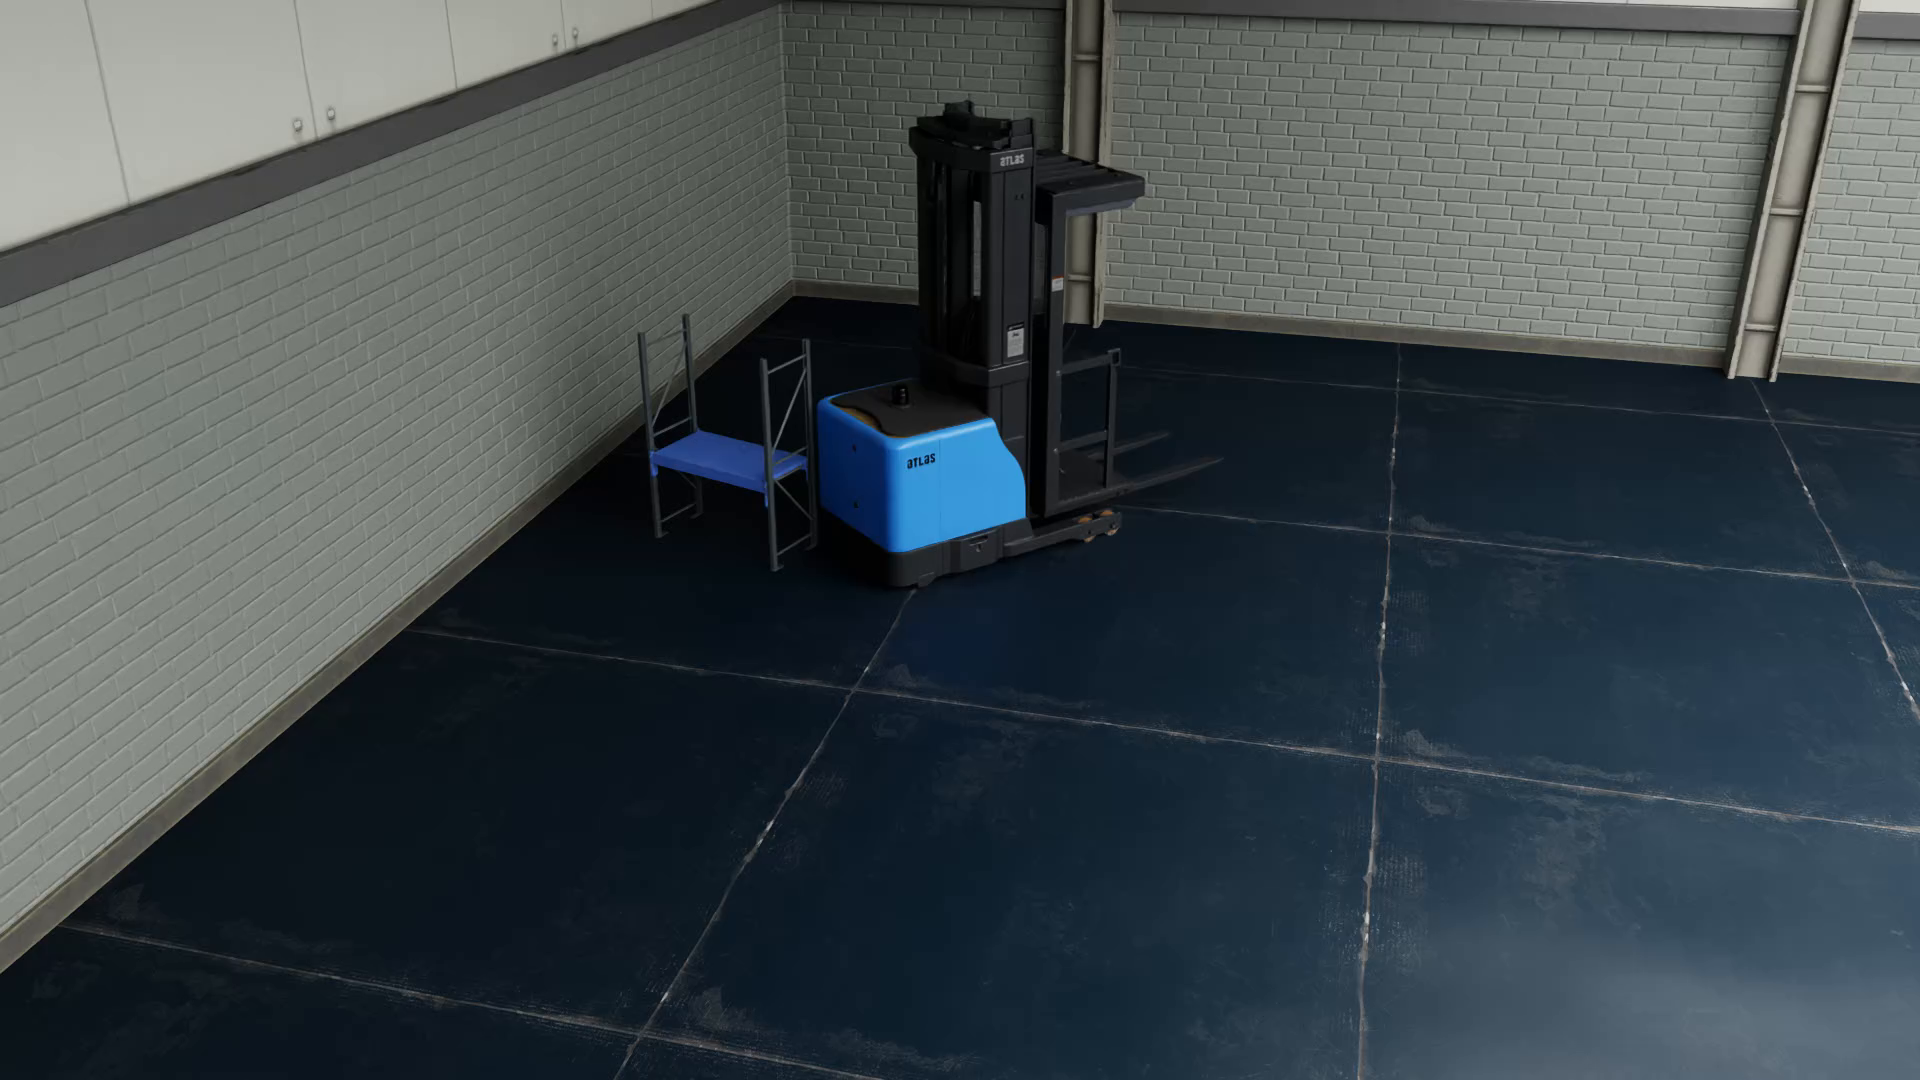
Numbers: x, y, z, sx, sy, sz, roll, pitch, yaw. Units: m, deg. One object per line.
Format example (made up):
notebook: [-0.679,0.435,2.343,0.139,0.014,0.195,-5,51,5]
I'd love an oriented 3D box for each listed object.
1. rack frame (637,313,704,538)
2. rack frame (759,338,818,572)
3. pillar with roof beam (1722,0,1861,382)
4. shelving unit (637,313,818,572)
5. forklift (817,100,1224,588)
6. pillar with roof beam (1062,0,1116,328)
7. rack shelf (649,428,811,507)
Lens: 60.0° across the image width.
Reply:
rack frame: [-1.998,-0.783,11.531,0.032,1.500,0.500,15,29,28]
rack frame: [-1.131,-0.555,11.052,0.032,1.500,0.500,15,29,28]
pillar with roof beam: [5.905,-3.737,9.014,0.400,9.000,9.100,6,26,13]
shelving unit: [-1.565,-0.669,11.292,1.048,1.500,0.538,15,29,28]
forklift: [0.531,-1.486,11.344,3.031,2.935,1.130,-16,30,-30]
pillar with roof beam: [0.094,-4.380,10.363,0.400,9.000,9.100,6,26,13]
rack shelf: [-1.565,-0.506,11.369,1.000,0.185,0.538,15,29,28]
